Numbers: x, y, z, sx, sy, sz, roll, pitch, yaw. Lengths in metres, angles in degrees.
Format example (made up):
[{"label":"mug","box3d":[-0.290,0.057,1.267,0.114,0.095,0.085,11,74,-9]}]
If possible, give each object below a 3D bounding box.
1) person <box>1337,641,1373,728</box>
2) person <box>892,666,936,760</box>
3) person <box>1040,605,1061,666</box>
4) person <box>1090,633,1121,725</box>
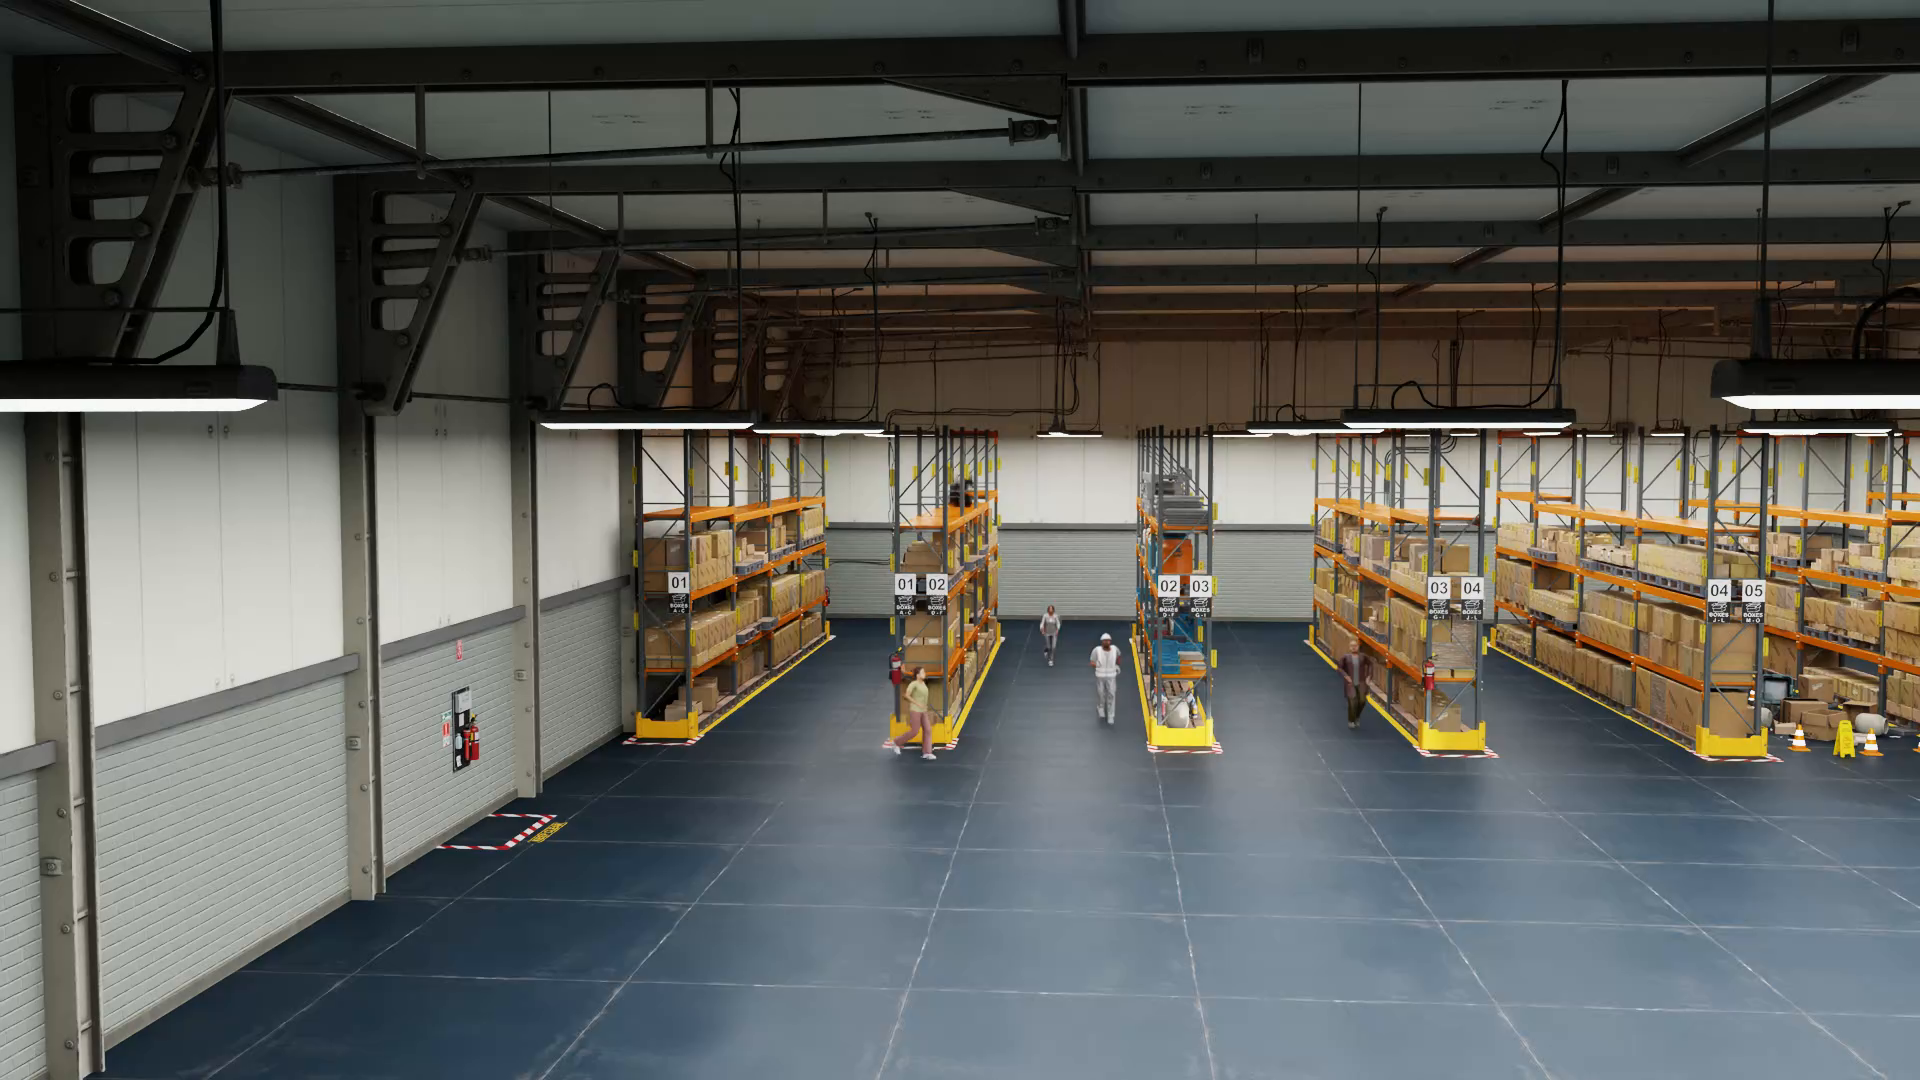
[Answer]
[{"label":"person","box3d":[7.839,2.867,32.979,0.722,1.735,0.660,0,3,7]},{"label":"person","box3d":[-0.747,3.093,29.979,0.918,1.635,0.644,2,4,27]},{"label":"person","box3d":[2.298,2.415,42.331,0.521,1.550,0.577,0,3,-4]},{"label":"person","box3d":[2.951,2.783,33.787,0.625,1.800,0.939,0,3,2]}]
